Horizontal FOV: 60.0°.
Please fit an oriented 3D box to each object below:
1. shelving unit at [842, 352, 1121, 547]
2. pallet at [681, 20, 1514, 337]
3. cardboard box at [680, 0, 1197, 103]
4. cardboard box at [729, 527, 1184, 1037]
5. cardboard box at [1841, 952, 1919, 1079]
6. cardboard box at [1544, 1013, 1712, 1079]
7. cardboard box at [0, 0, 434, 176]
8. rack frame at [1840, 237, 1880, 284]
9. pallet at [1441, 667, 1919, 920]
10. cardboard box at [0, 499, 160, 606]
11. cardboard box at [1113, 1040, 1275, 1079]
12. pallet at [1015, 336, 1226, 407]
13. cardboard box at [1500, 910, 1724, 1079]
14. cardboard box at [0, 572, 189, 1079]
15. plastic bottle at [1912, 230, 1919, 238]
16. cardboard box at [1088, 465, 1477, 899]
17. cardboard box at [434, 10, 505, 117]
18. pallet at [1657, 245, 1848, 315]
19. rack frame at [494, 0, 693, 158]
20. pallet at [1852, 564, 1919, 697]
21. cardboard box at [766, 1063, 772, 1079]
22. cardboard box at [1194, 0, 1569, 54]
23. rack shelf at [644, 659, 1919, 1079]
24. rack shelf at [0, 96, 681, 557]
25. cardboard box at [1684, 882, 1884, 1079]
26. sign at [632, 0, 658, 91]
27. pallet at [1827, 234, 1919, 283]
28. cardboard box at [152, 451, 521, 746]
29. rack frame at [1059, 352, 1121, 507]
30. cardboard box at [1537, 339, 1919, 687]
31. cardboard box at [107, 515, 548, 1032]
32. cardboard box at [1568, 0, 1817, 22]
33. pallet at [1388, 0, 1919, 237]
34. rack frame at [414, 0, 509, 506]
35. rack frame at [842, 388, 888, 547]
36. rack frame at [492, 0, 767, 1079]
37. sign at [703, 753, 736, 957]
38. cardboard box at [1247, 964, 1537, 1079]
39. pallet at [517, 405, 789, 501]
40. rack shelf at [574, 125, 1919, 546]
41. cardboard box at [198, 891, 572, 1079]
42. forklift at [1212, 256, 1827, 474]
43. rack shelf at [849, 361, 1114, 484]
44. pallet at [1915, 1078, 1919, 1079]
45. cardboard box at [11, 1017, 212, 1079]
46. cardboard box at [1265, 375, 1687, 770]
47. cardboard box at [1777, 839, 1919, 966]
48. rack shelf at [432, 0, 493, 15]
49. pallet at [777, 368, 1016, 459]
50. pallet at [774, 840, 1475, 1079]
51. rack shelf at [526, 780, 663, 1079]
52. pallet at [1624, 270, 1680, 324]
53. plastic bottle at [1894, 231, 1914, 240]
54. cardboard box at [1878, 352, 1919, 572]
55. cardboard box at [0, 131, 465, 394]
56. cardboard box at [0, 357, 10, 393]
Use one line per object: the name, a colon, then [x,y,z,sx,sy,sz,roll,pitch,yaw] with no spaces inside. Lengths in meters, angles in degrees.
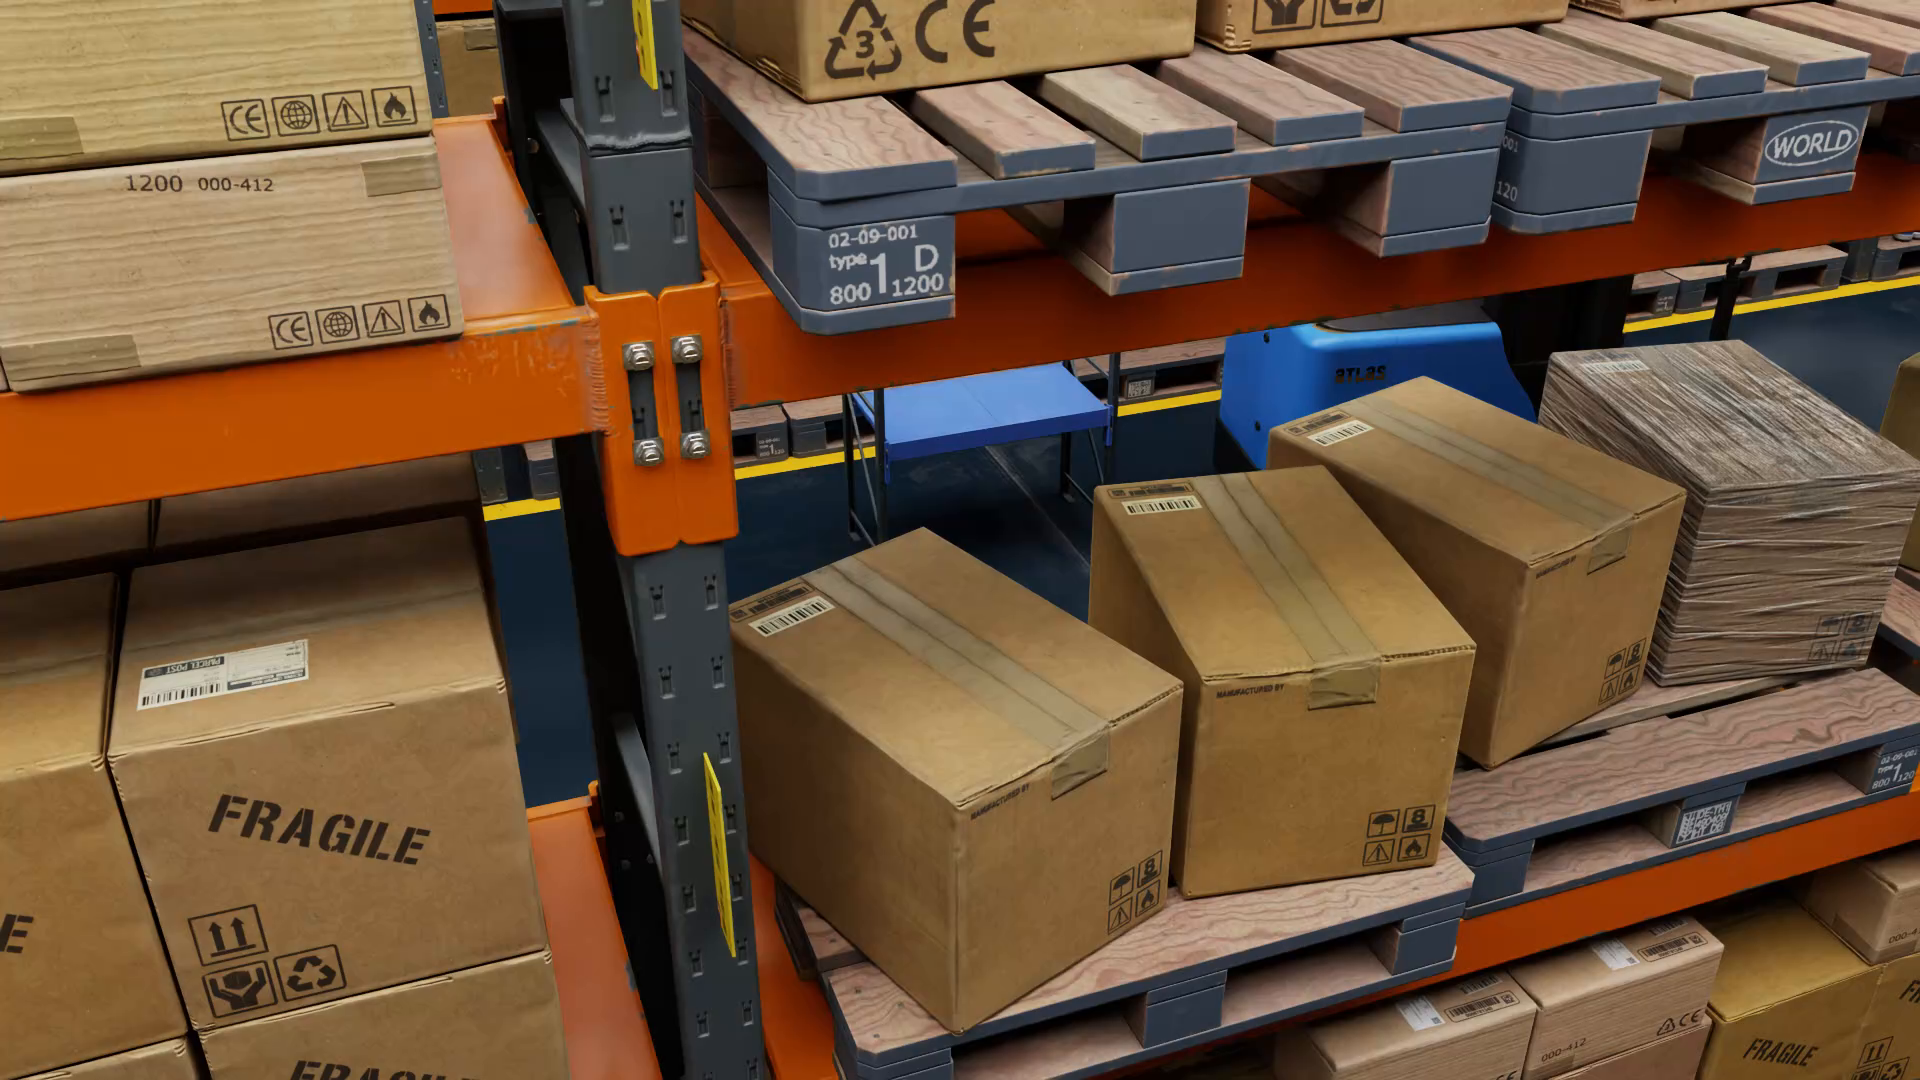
shelving unit: [0.080,-0.666,6.905,1.048,1.500,0.538,-10,31,-18]
pallet: [0.076,-0.699,2.607,1.003,0.211,1.213,-10,31,-18]
cardboard box: [-0.062,-1.023,2.359,0.600,0.600,0.600,-14,32,-22]
cardboard box: [-0.038,0.399,2.995,0.500,0.500,0.700,-22,37,-34]
cardboard box: [2.395,1.077,4.410,0.500,0.500,0.500,-9,31,-16]
cardboard box: [1.420,1.260,4.089,0.500,0.500,0.500,-12,32,-19]
cardboard box: [-0.921,-0.643,1.965,0.500,0.250,0.500,-10,31,-18]
rack frame: [5.215,-3.077,9.621,0.127,3.000,1.000,-10,31,-18]
pallet: [1.368,0.333,3.829,1.213,0.211,1.003,-10,31,-18]
cardboard box: [-1.583,0.165,2.820,0.500,0.500,0.500,-11,32,-19]
cardboard box: [0.475,1.430,3.791,0.500,0.500,0.500,-10,31,-17]
pallet: [0.741,-1.020,8.827,1.213,0.211,1.003,-10,31,-18]
cardboard box: [1.386,0.942,3.890,0.500,0.250,0.500,-11,31,-19]
cardboard box: [-1.422,0.422,2.369,0.500,0.500,0.500,-11,31,-19]
plastic bottle: [5.761,-1.922,9.975,0.097,0.201,0.097,0,30,0]
cardboard box: [0.585,0.250,3.255,0.500,0.500,0.700,-6,30,-10]
cardboard box: [-3.417,-3.373,11.863,0.875,0.875,1.225,-10,31,-17]
pallet: [4.492,-1.712,10.042,1.213,0.211,1.003,-10,31,-18]
rack frame: [-0.560,-2.004,1.677,0.127,3.000,1.000,-10,31,-18]
pallet: [2.579,0.145,4.159,1.003,0.211,1.213,-10,31,-18]
cardboard box: [-0.197,1.279,4.055,0.500,0.500,0.500,-11,31,-18]
cardboard box: [0.557,-1.149,2.580,0.600,0.600,0.600,-11,31,-18]
rack shelf: [1.315,0.570,3.946,4.000,0.370,1.077,-10,31,-18]
rack shelf: [-2.434,-0.043,1.992,4.000,0.370,1.077,-10,31,-18]
cardboard box: [1.910,1.166,4.253,0.500,0.500,0.500,-12,32,-19]
sign: [-0.363,-0.675,1.852,0.005,0.325,0.100,-10,31,-18]
pallet: [5.859,-1.962,10.481,1.213,0.211,1.003,-10,31,-18]
cardboard box: [-1.099,0.075,2.977,0.500,0.500,0.500,-10,31,-16]
rack frame: [0.556,-0.754,7.059,0.032,1.500,0.500,-10,31,-18]
cardboard box: [1.715,-0.084,3.841,0.500,0.500,0.700,-5,30,-8]
cardboard box: [-0.943,0.332,2.526,0.500,0.500,0.500,-10,31,-17]
cardboard box: [1.187,-1.255,2.765,0.600,0.600,0.600,-12,32,-20]
pallet: [1.047,-0.880,2.924,1.003,0.211,1.213,-10,31,-18]
rack frame: [-2.283,-1.696,7.197,0.127,3.000,1.000,-10,31,-18]
rack frame: [-0.397,-0.579,6.751,0.032,1.500,0.500,-10,31,-18]
rack frame: [-0.560,0.602,3.162,0.127,3.000,1.000,-10,31,-18]
sign: [-0.363,0.477,2.509,0.005,0.325,0.100,-10,31,-18]
cardboard box: [0.916,1.029,3.738,0.500,0.250,0.500,-10,31,-18]
pallet: [-1.546,-0.599,8.087,1.213,0.211,1.003,-10,31,-18]
rack shelf: [1.315,-0.734,3.204,4.000,0.370,1.077,-10,31,-18]
cardboard box: [-0.939,0.764,2.777,0.500,0.500,0.500,-10,31,-17]
forklift: [2.741,-1.493,6.910,3.031,2.935,1.130,-5,30,-9]
rack shelf: [0.080,-0.510,6.994,1.000,0.185,0.538,-10,31,-18]
pallet: [2.476,1.235,4.869,1.213,0.211,1.003,-10,31,-18]
cardboard box: [-1.421,0.854,2.620,0.500,0.500,0.500,-10,31,-16]
cardboard box: [1.075,0.043,3.619,0.500,0.500,0.700,-19,35,-30]
cardboard box: [2.343,0.763,4.204,0.500,0.250,0.500,-9,31,-16]
rack shelf: [-2.136,-4.027,12.015,4.000,0.370,1.077,-10,31,-18]
pallet: [-0.400,-0.811,8.460,1.213,0.211,1.003,-10,31,-18]
pallet: [0.227,0.599,3.363,1.213,0.211,1.003,-10,31,-18]
rack shelf: [-2.434,1.260,2.735,4.000,0.370,1.077,-10,31,-18]
pallet: [3.347,-1.500,9.669,1.213,0.211,1.003,-10,31,-18]
plastic bottle: [5.666,-1.935,9.927,0.097,0.271,0.097,0,30,0]
cardboard box: [2.638,-0.153,3.963,0.500,0.500,0.700,-22,37,-34]
cardboard box: [-0.923,-0.428,2.093,0.500,0.250,0.500,-10,31,-18]
cardboard box: [-1.395,-0.347,1.950,0.500,0.250,0.500,-10,31,-18]
